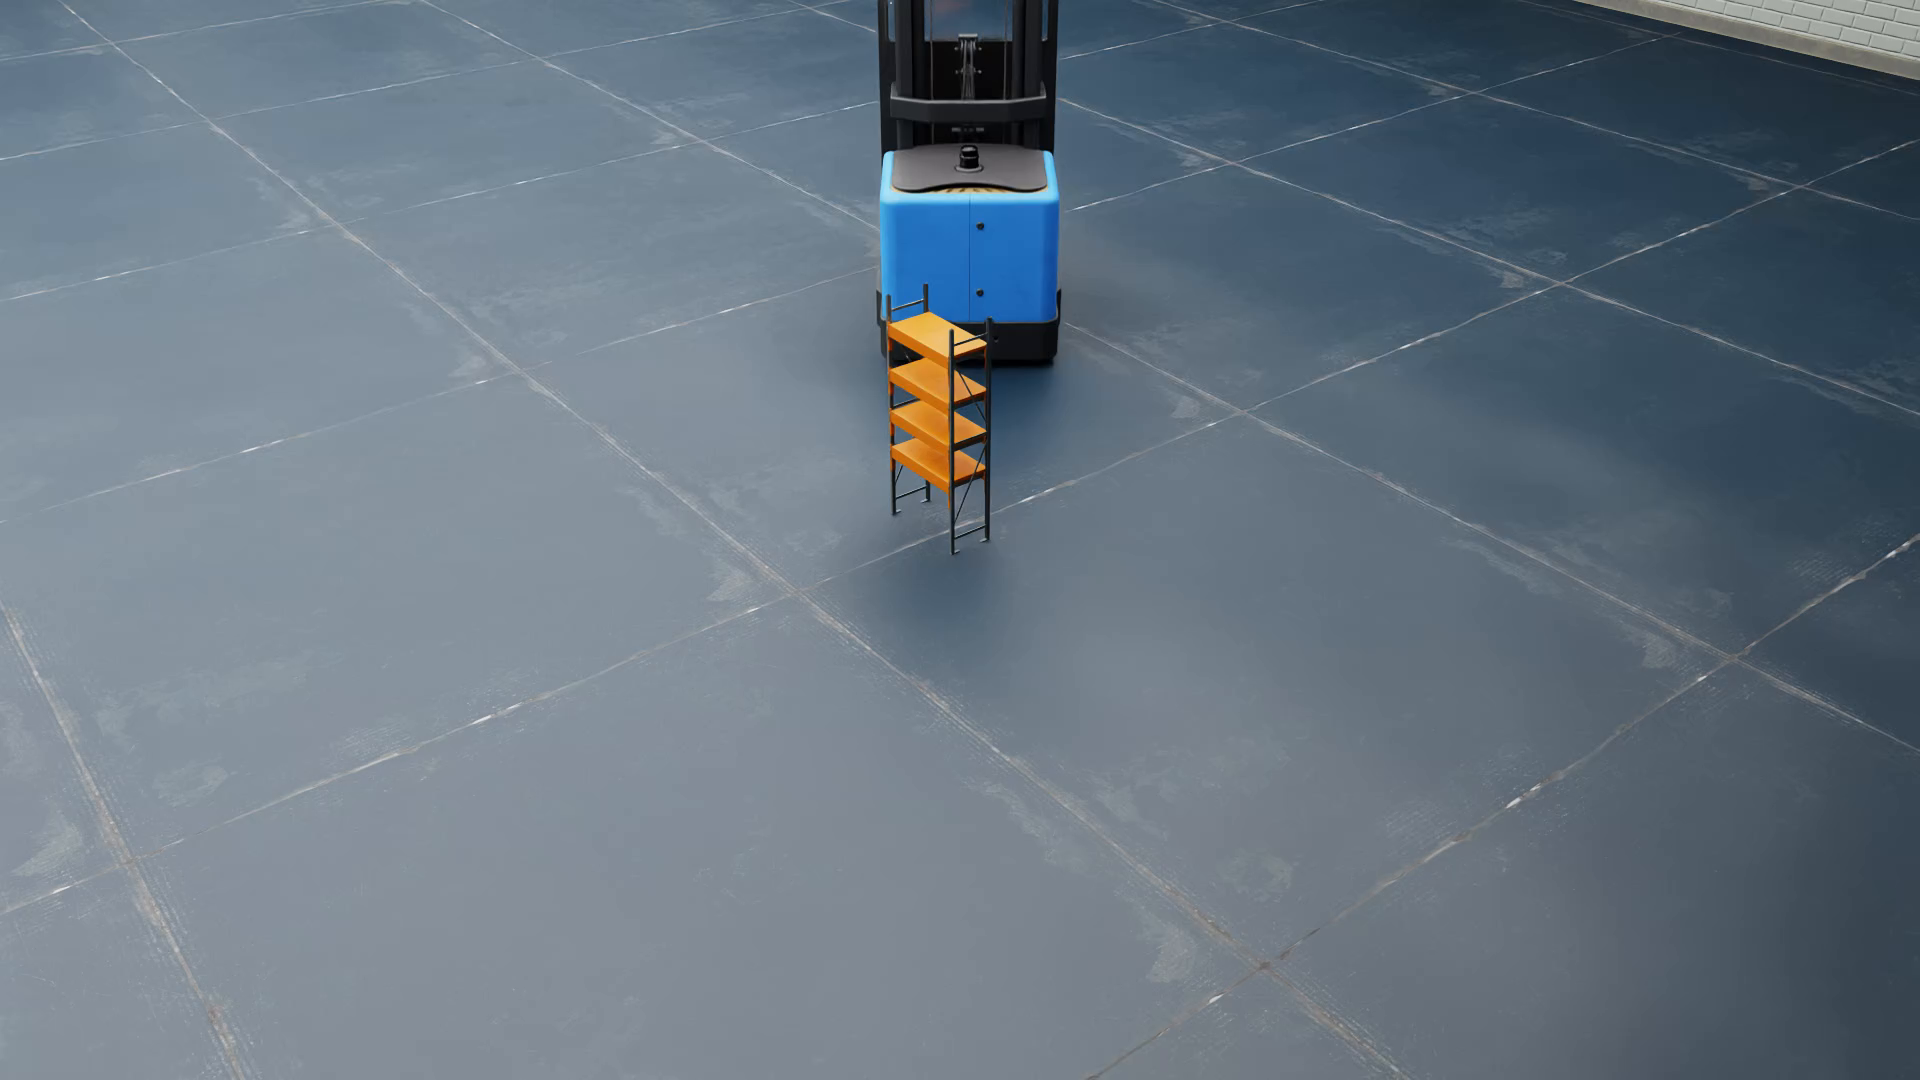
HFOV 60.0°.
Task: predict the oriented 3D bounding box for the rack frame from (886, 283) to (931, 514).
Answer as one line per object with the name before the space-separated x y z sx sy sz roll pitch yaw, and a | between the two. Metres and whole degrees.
rack frame | -0.251 -0.680 8.208 0.240 1.200 0.015 -22 38 -31

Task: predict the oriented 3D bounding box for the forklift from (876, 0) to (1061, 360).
forklift | 0.045 -3.046 10.376 1.130 2.935 3.031 0 32 0

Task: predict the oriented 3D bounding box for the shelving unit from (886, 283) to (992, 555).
shelving unit | -0.102 -0.579 8.045 0.258 1.200 0.503 -22 38 -31

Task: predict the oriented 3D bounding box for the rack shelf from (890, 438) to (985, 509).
rack shelf | -0.102 -0.353 8.185 0.258 0.148 0.480 -22 38 -31

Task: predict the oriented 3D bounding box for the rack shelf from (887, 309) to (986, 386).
rack shelf | -0.101 -0.912 7.837 0.258 0.148 0.480 -22 38 -31

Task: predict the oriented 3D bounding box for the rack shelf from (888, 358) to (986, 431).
rack shelf | -0.101 -0.712 7.962 0.258 0.148 0.480 -22 38 -31

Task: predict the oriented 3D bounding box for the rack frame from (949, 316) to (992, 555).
rack frame | 0.048 -0.477 7.881 0.240 1.200 0.015 -22 38 -31

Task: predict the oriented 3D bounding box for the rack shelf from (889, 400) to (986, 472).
rack shelf | -0.102 -0.522 8.080 0.258 0.148 0.480 -22 38 -31
